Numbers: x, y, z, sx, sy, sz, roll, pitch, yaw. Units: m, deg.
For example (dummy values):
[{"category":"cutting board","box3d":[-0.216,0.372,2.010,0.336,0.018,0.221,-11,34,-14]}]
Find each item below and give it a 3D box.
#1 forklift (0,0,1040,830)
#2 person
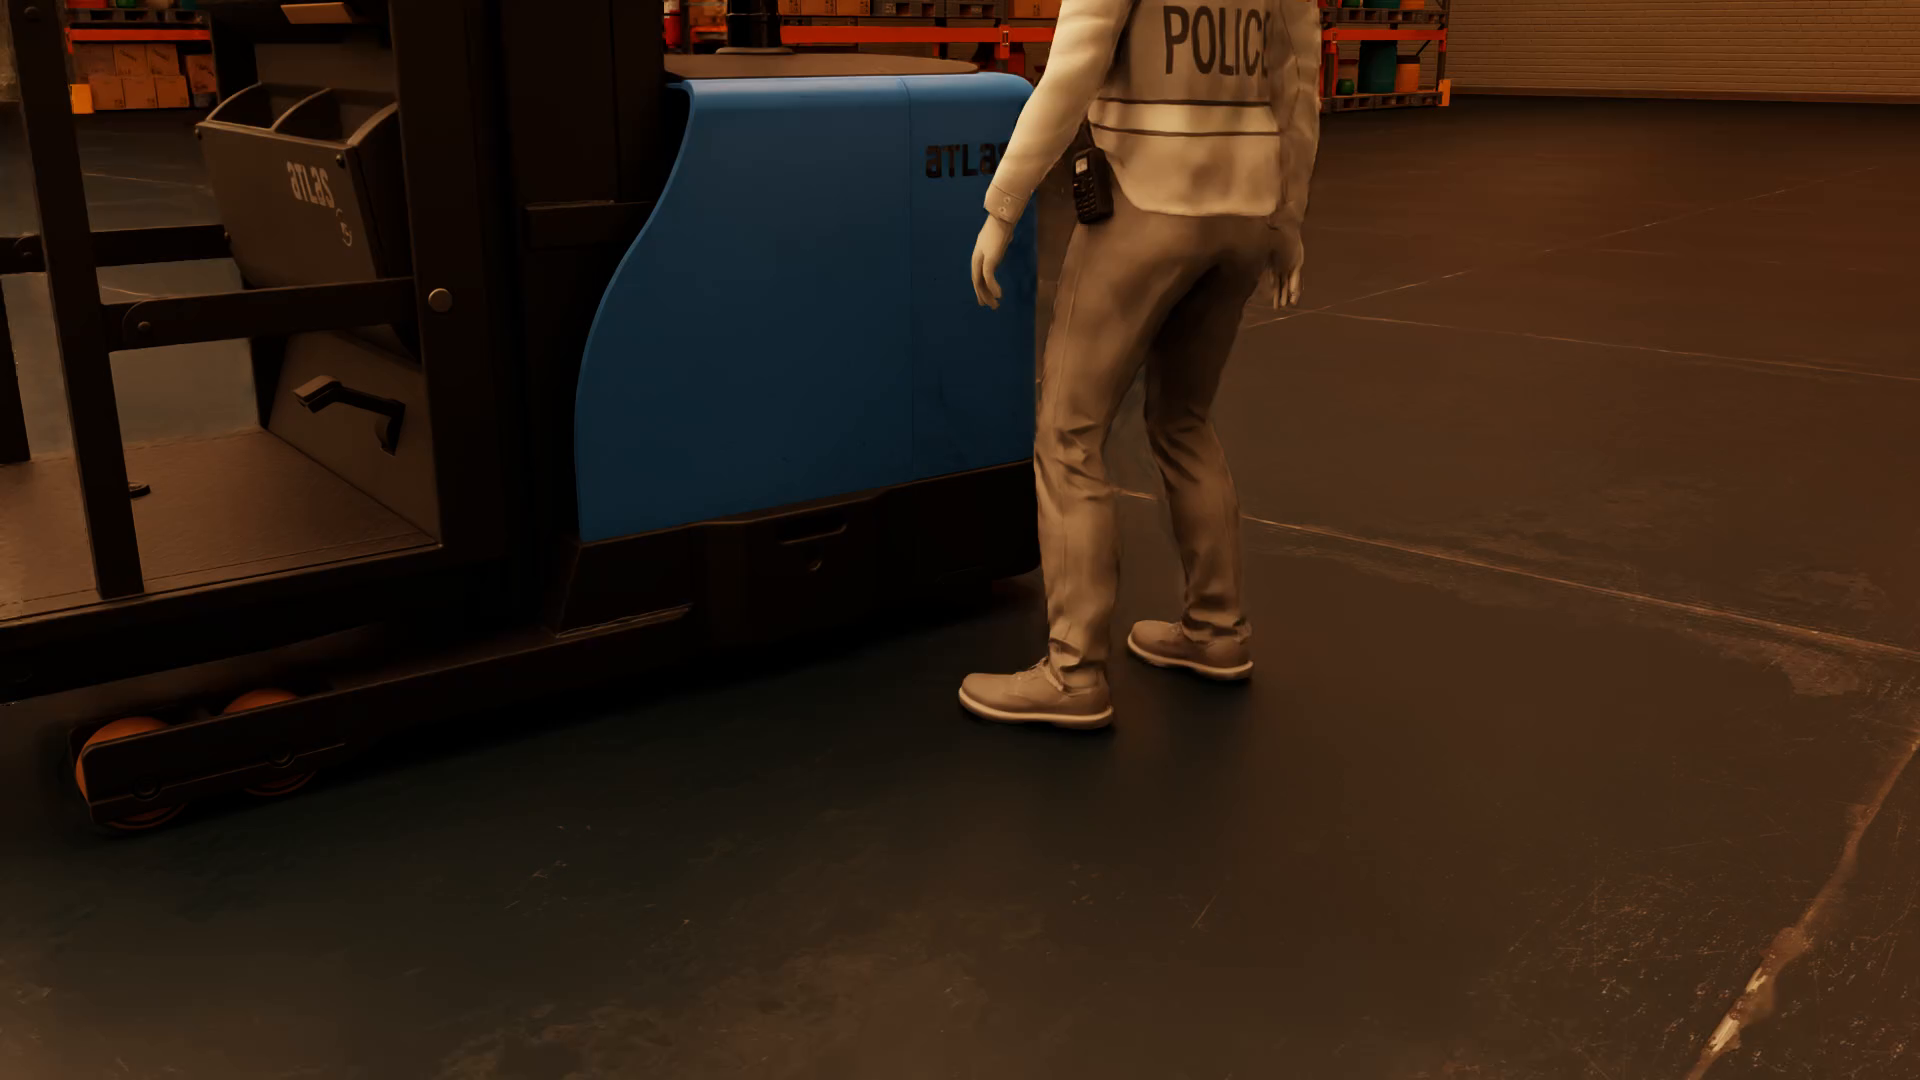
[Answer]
[{"category":"forklift","box3d":[-1.315,-1.140,2.650,3.031,2.935,1.130,-12,21,-35]},{"category":"person","box3d":[0.334,-0.525,2.852,0.715,1.644,0.341,-13,21,-36]}]
